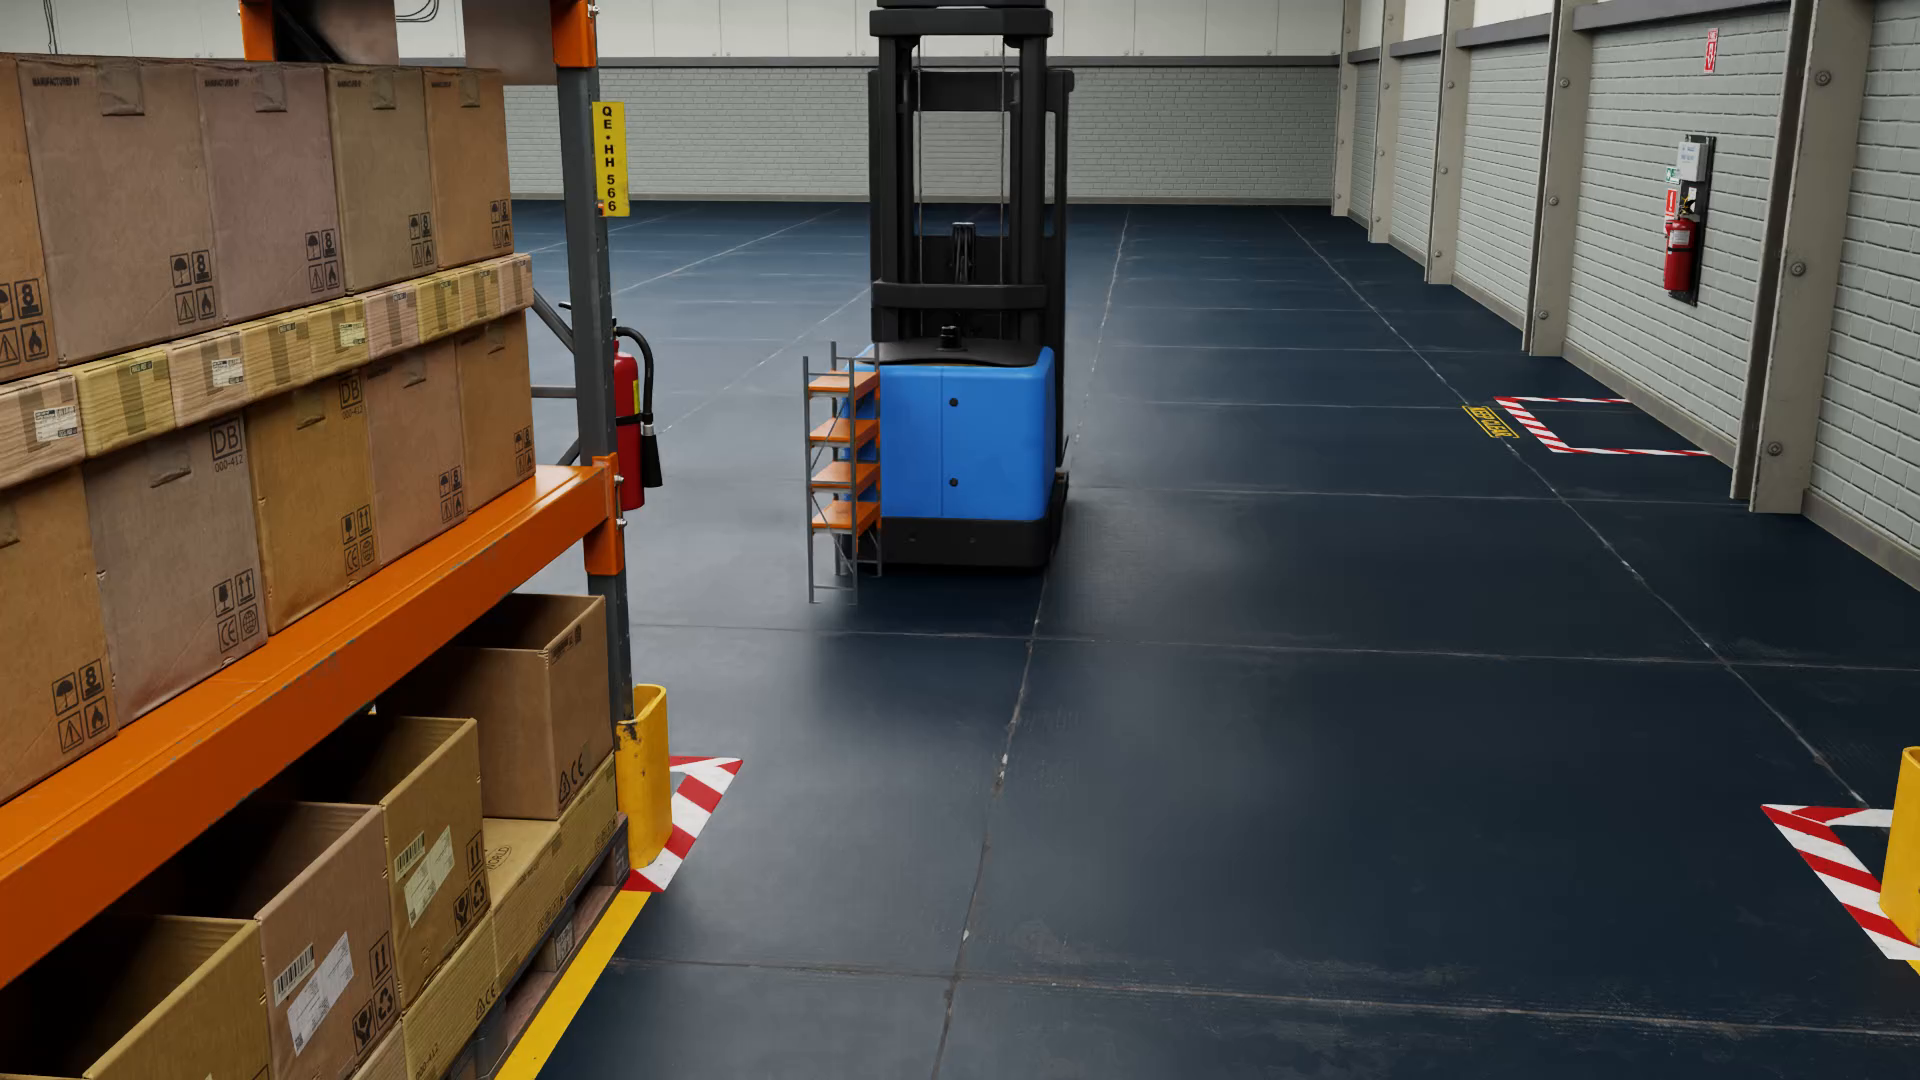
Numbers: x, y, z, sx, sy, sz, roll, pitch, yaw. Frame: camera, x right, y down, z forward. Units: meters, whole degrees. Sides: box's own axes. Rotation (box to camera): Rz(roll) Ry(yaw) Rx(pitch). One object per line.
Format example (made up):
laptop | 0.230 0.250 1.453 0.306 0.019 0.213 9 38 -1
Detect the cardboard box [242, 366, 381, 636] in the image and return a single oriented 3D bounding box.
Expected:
cardboard box | -1.737 -0.116 3.652 0.700 0.500 0.500 2 15 7

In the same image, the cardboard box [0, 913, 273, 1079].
cardboard box | -1.531 0.976 2.831 0.500 0.500 0.500 2 15 6

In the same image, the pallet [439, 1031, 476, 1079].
pallet | -1.740 1.408 3.550 1.003 0.211 1.213 2 15 6

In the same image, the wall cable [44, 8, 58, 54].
wall cable | -22.120 -10.932 38.300 3.097 2.526 0.112 2 15 6

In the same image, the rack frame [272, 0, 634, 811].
rack frame | -1.556 -0.453 5.091 1.000 3.000 0.127 2 15 6

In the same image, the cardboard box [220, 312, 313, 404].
cardboard box | -1.554 -0.374 3.364 0.380 0.149 0.250 2 15 8

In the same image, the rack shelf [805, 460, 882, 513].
rack shelf | -0.562 -0.265 8.100 0.258 0.148 0.480 3 15 11

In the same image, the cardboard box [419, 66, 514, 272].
cardboard box | -1.627 -0.993 4.412 0.700 0.500 0.500 2 15 6

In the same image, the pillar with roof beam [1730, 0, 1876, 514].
pillar with roof beam | 0.547 -4.680 9.231 9.100 9.000 0.400 2 15 6

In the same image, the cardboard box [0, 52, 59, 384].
cardboard box | -1.850 -0.466 2.464 0.700 0.500 0.500 2 15 6

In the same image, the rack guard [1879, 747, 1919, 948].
rack guard | 3.358 0.918 4.809 1.175 0.500 0.348 2 15 6

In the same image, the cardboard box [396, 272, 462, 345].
cardboard box | -1.466 -0.576 4.110 0.380 0.149 0.250 1 15 5

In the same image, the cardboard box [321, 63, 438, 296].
cardboard box | -1.681 -0.857 3.907 0.700 0.500 0.500 1 15 5

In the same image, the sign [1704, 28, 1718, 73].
sign | 5.241 -3.415 11.605 0.001 0.298 0.199 2 15 6

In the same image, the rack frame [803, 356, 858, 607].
rack frame | -0.609 -0.267 7.851 0.240 1.200 0.015 3 15 11

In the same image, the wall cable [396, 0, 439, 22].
wall cable | -12.689 -13.789 36.401 2.305 6.003 0.169 2 15 6

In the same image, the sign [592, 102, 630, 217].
sign | -1.018 -1.107 4.837 0.100 0.325 0.005 2 15 6

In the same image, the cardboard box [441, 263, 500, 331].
cardboard box | -1.437 -0.642 4.355 0.380 0.149 0.250 2 15 8

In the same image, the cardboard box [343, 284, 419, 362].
cardboard box | -1.497 -0.510 3.869 0.380 0.149 0.250 2 15 7

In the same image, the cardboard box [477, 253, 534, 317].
cardboard box | -1.409 -0.710 4.606 0.380 0.149 0.250 1 15 5

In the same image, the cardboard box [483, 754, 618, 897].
cardboard box | -1.322 0.819 4.849 0.500 0.250 0.500 2 15 6

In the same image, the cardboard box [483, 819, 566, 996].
cardboard box | -1.367 0.949 4.368 0.500 0.250 0.500 2 15 6

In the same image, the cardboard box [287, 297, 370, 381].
cardboard box | -1.526 -0.442 3.617 0.380 0.149 0.250 2 15 8

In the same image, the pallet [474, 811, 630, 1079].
pallet | -1.600 1.092 4.717 1.003 0.211 1.213 2 15 6

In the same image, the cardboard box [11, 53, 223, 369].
cardboard box | -1.793 -0.596 2.943 0.700 0.500 0.500 2 15 6

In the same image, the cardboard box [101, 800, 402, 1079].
cardboard box | -1.476 0.847 3.311 0.500 0.500 0.500 2 15 6

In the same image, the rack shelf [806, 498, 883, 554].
rack shelf | -0.562 -0.073 8.152 0.258 0.148 0.480 3 15 11

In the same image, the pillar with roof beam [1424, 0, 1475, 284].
pillar with roof beam | 1.901 -7.792 20.741 9.100 9.000 0.400 2 15 6

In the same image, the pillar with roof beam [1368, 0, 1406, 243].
pillar with roof beam | 2.578 -9.349 26.496 9.100 9.000 0.400 2 15 6

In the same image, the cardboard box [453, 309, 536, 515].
cardboard box | -1.621 -0.381 4.632 0.700 0.500 0.500 2 15 6

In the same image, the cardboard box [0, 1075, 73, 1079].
cardboard box | -1.595 1.106 2.352 0.500 0.500 0.500 2 15 6

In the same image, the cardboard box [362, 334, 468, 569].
cardboard box | -1.675 -0.244 4.128 0.700 0.500 0.500 2 15 8

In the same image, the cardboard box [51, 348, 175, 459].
cardboard box | -1.613 -0.243 2.880 0.380 0.149 0.250 2 15 6

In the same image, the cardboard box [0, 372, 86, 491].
cardboard box | -1.643 -0.175 2.630 0.380 0.149 0.250 1 15 5

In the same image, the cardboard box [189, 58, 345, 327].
cardboard box | -1.737 -0.726 3.423 0.700 0.500 0.500 2 15 6

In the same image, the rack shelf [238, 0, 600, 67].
rack shelf | -1.781 -1.035 2.875 1.077 0.370 4.000 2 15 6

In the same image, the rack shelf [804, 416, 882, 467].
rack shelf | -0.562 -0.481 8.042 0.258 0.148 0.480 3 15 11

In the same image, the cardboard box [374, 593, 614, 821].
cardboard box | -1.320 0.457 4.751 0.500 0.500 0.500 2 15 6

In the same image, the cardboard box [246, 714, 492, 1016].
cardboard box | -1.419 0.717 3.790 0.500 0.500 0.500 2 15 6

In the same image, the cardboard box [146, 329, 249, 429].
cardboard box | -1.582 -0.307 3.118 0.380 0.149 0.250 1 15 5

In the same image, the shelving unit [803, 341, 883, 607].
shelving unit | -0.562 -0.330 8.082 0.258 1.200 0.503 3 15 11

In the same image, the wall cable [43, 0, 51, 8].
wall cable | -19.432 -13.290 37.346 3.097 2.526 0.112 2 15 6

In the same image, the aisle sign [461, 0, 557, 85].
aisle sign | -1.256 -1.716 4.783 0.394 0.787 0.004 2 15 6

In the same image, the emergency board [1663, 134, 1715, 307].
emergency board | 5.141 -2.297 11.911 0.194 1.169 0.643 2 15 6

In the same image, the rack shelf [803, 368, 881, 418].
rack shelf | -0.562 -0.709 7.980 0.258 0.148 0.480 3 15 11

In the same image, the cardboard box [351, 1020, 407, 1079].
cardboard box | -1.480 1.209 3.409 0.500 0.250 0.500 2 15 6

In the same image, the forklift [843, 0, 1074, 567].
forklift | 0.071 -1.613 9.511 1.130 2.935 3.031 2 15 6

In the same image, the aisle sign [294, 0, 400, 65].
aisle sign | -1.852 -1.734 4.848 0.394 0.787 0.004 2 15 6

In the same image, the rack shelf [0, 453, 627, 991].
rack shelf | -1.781 0.413 3.267 1.077 0.370 4.000 2 15 6

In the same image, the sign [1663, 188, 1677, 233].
sign | 5.306 -2.455 12.425 0.001 0.329 0.234 2 15 6

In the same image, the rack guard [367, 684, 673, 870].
rack guard | -1.553 0.747 5.441 1.175 0.500 0.348 2 15 6

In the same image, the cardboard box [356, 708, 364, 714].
cardboard box | -1.892 0.572 4.328 0.500 0.500 0.500 2 15 6

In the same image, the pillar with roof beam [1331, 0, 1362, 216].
pillar with roof beam | 3.255 -10.905 32.251 9.100 9.000 0.400 2 15 6

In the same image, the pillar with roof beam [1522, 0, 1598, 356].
pillar with roof beam | 1.224 -6.236 14.986 9.100 9.000 0.400 2 15 6

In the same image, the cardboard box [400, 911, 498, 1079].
cardboard box | -1.422 1.079 3.888 0.500 0.250 0.500 2 15 6

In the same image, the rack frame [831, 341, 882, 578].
rack frame | -0.515 -0.392 8.313 0.240 1.200 0.015 3 15 11

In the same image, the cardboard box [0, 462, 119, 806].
cardboard box | -1.849 0.154 2.655 0.700 0.500 0.500 2 15 7

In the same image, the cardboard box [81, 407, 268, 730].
cardboard box | -1.793 0.021 3.147 0.700 0.500 0.500 2 15 8

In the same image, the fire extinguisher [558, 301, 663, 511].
fire extinguisher | -1.081 -0.433 5.164 0.296 0.674 0.183 2 15 6

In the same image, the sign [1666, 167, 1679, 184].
sign | 5.297 -2.710 12.353 0.001 0.109 0.331 2 15 6
